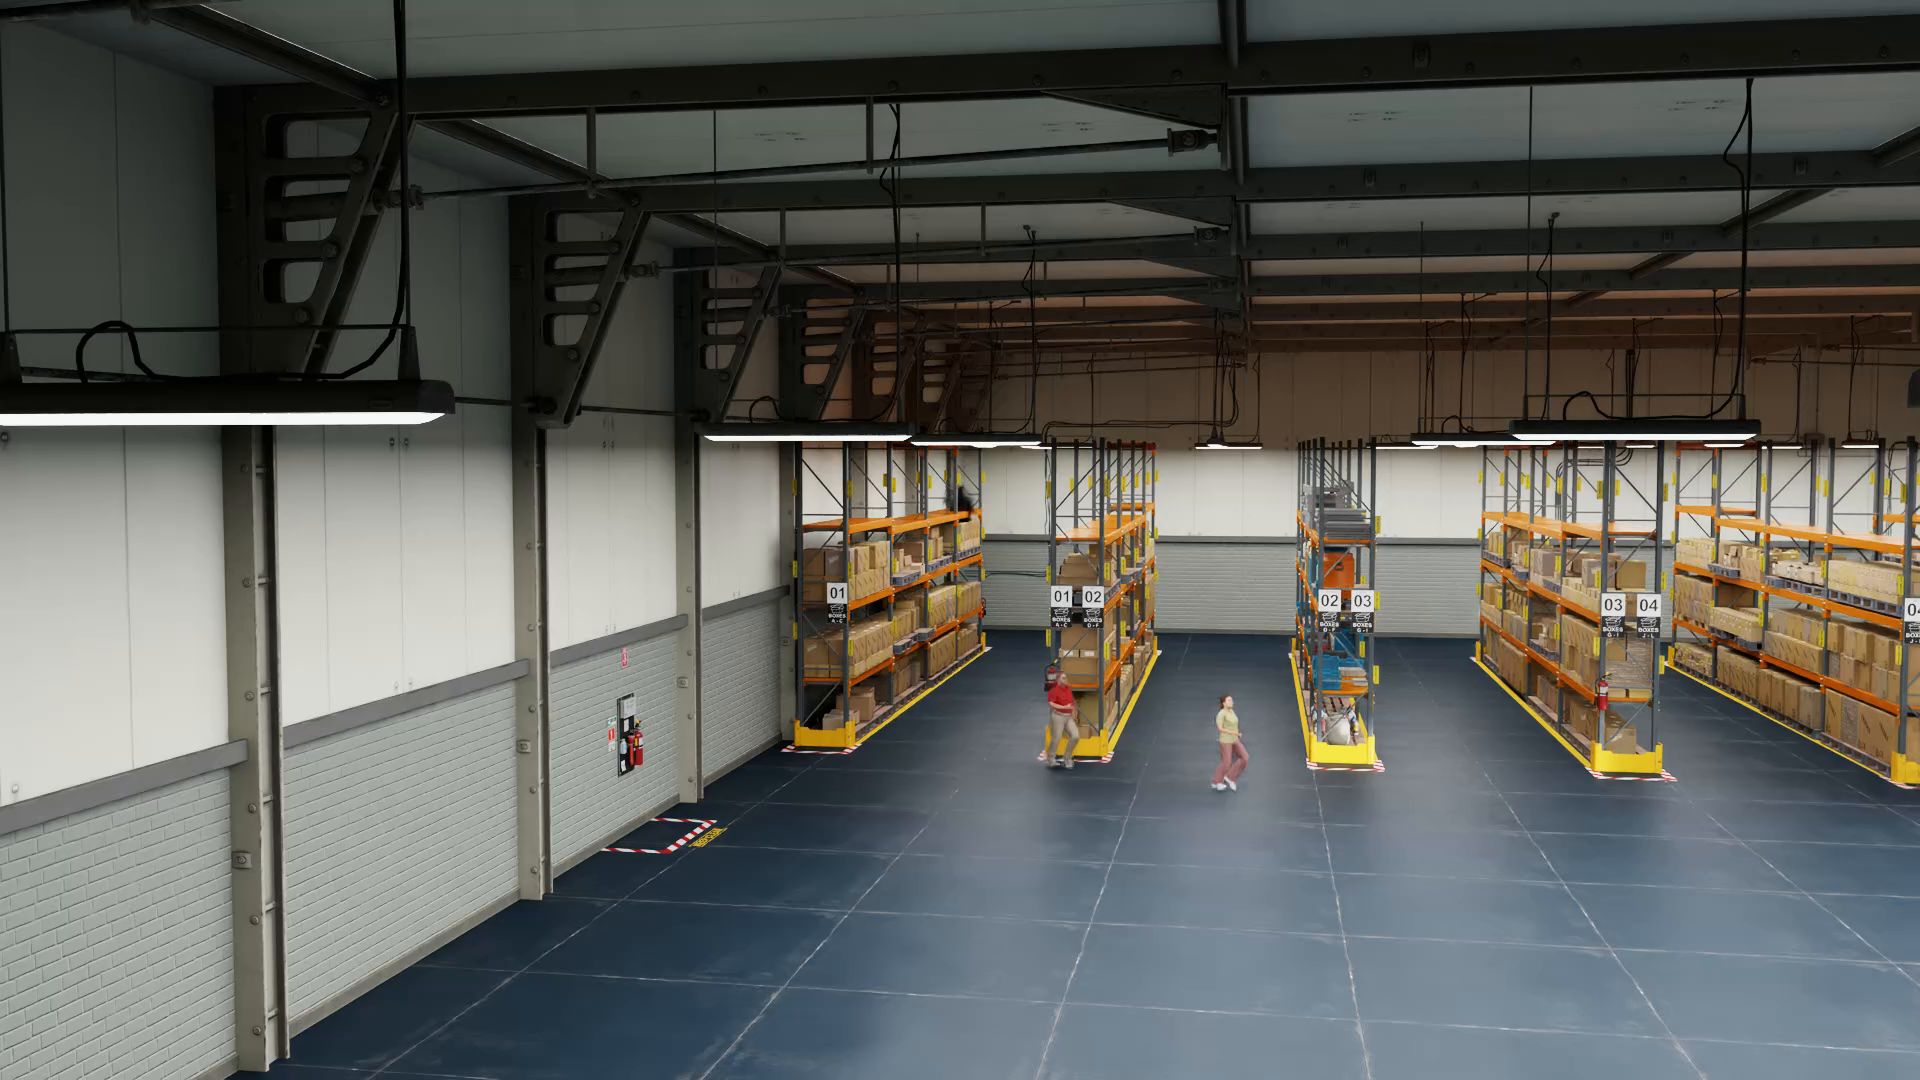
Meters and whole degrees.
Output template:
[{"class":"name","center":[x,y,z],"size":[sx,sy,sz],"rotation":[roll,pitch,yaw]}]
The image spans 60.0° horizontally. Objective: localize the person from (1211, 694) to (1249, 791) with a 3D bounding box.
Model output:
[{"class":"person","center":[4.542,3.415,28.081],"size":[0.647,1.641,0.586],"rotation":[3,4,44]}]

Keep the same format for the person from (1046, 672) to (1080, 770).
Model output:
[{"class":"person","center":[1.871,3.281,30.078],"size":[0.671,1.757,0.692],"rotation":[-2,4,-37]}]
